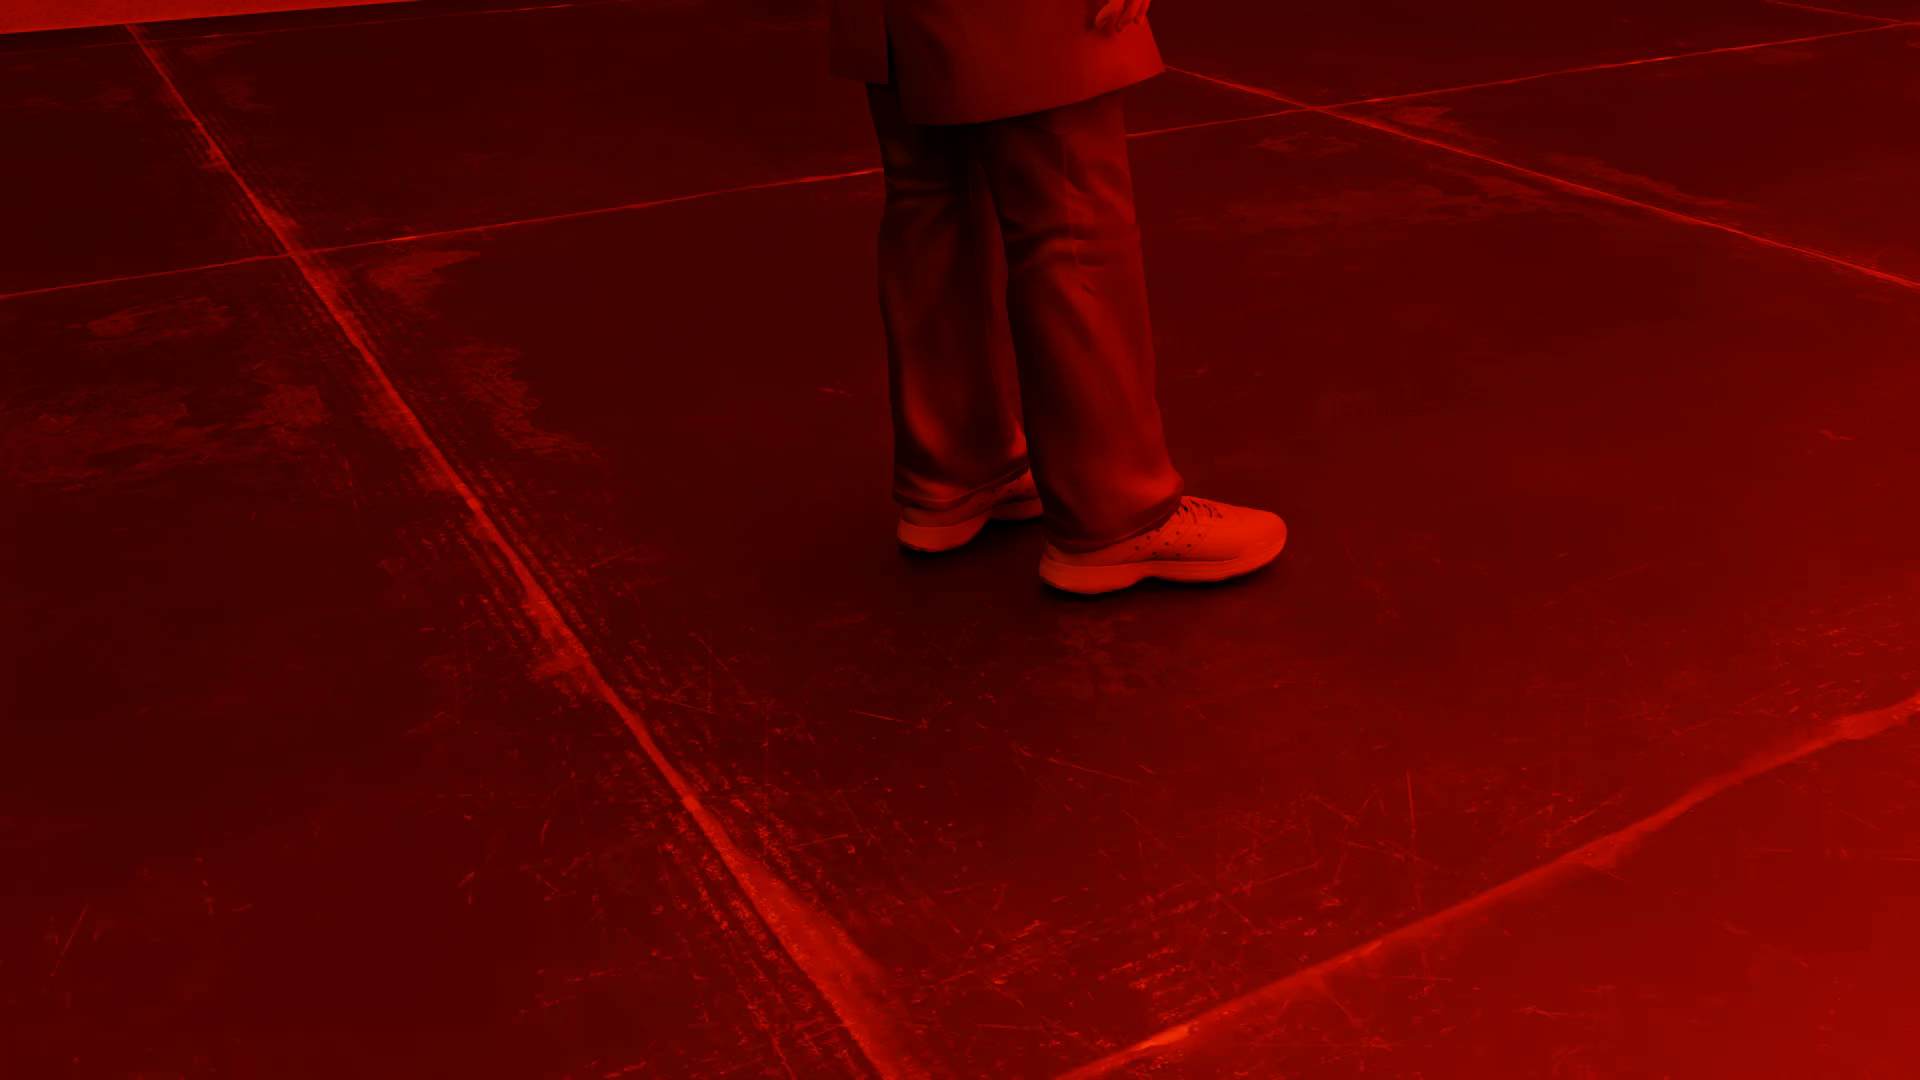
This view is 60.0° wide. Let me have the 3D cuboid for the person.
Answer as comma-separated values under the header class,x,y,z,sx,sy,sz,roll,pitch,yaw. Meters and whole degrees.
class,x,y,z,sx,sy,sz,roll,pitch,yaw
person,0.081,-0.818,2.131,0.582,1.776,0.696,-15,30,-26
